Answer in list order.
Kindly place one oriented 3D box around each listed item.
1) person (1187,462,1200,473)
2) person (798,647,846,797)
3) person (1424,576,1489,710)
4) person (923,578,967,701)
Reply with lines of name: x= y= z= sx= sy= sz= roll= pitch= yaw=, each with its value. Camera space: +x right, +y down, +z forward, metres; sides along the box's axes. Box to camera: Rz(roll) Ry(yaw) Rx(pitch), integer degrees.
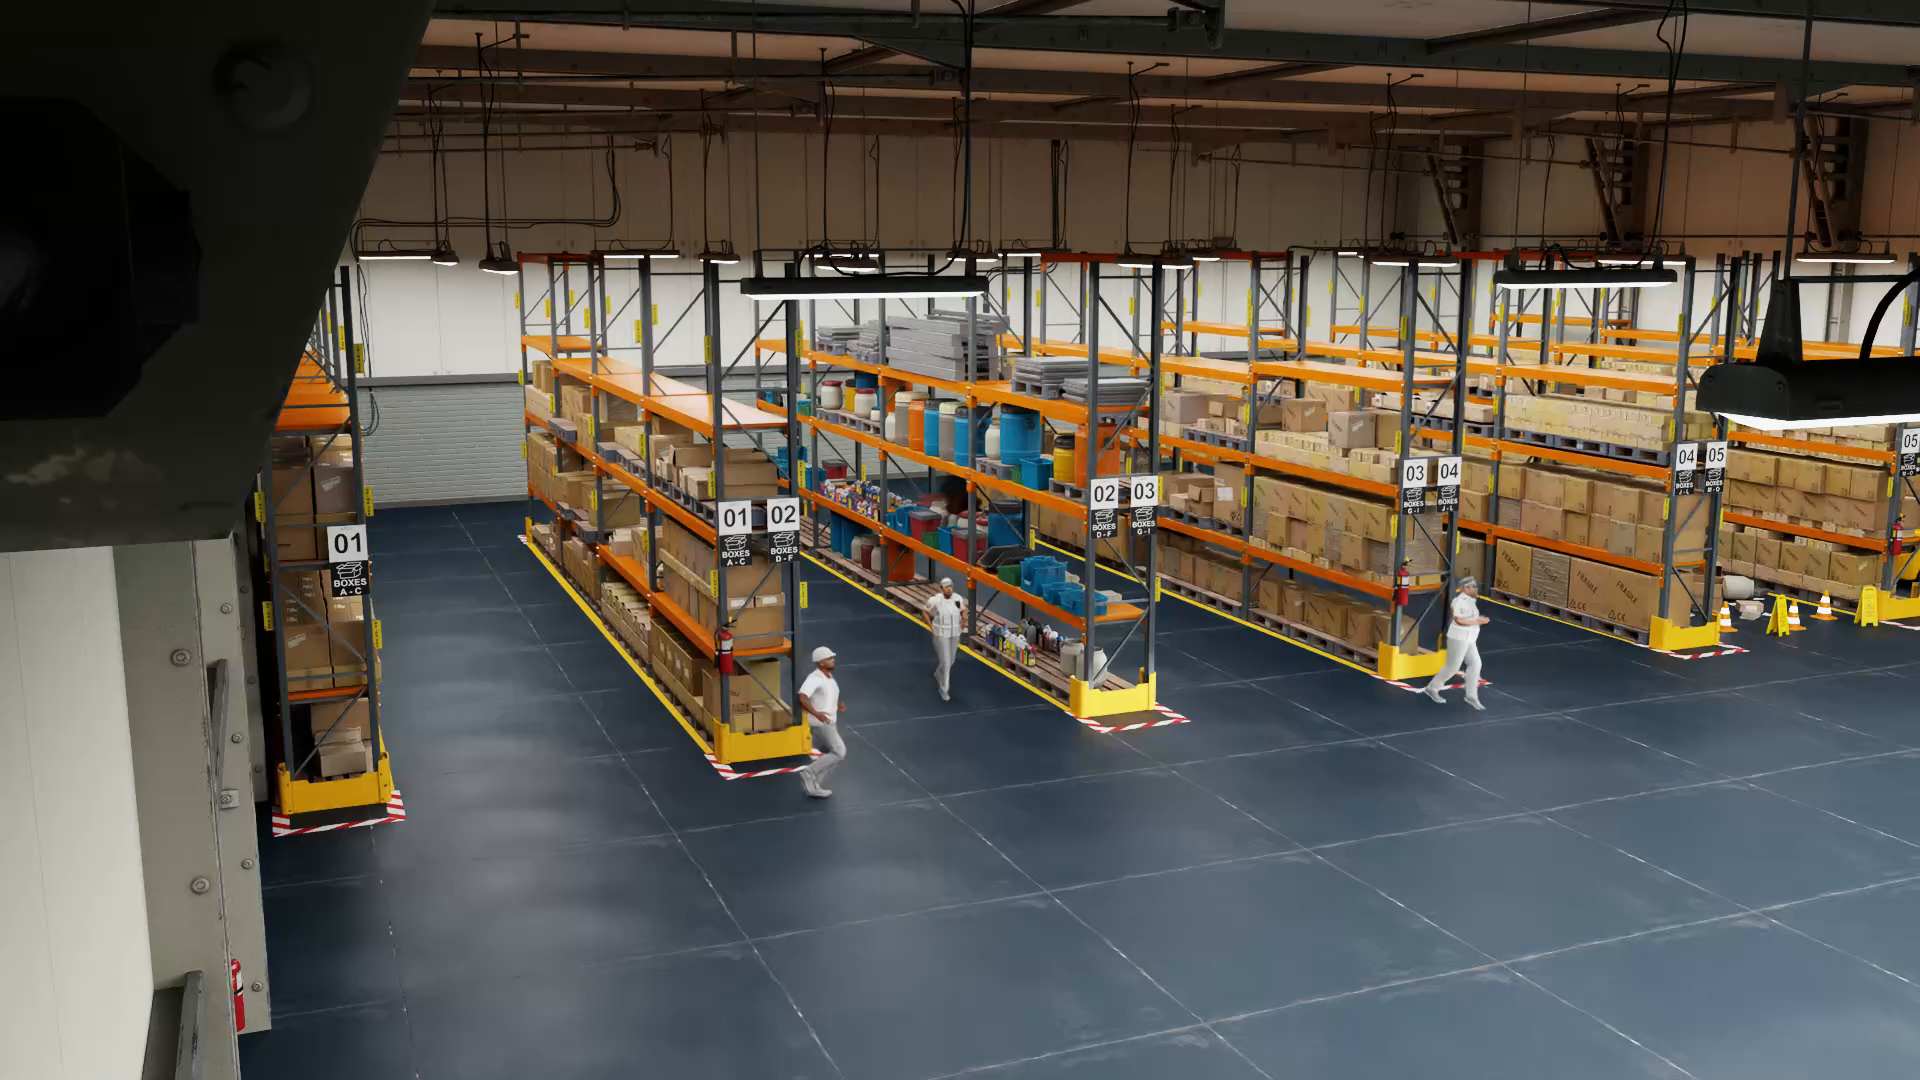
person: x=5.869 y=-2.138 z=41.787 sx=0.715 sy=1.827 sz=0.659 roll=-6 pitch=12 yaw=-28
person: x=-1.535 y=2.064 z=18.959 sx=0.516 sy=1.718 sz=0.734 roll=2 pitch=10 yaw=8
person: x=6.795 y=1.383 z=22.612 sx=0.812 sy=1.845 sz=0.663 roll=6 pitch=12 yaw=29
person: x=-0.209 y=1.350 z=23.168 sx=0.612 sy=1.736 sz=0.721 roll=-5 pitch=11 yaw=-25
